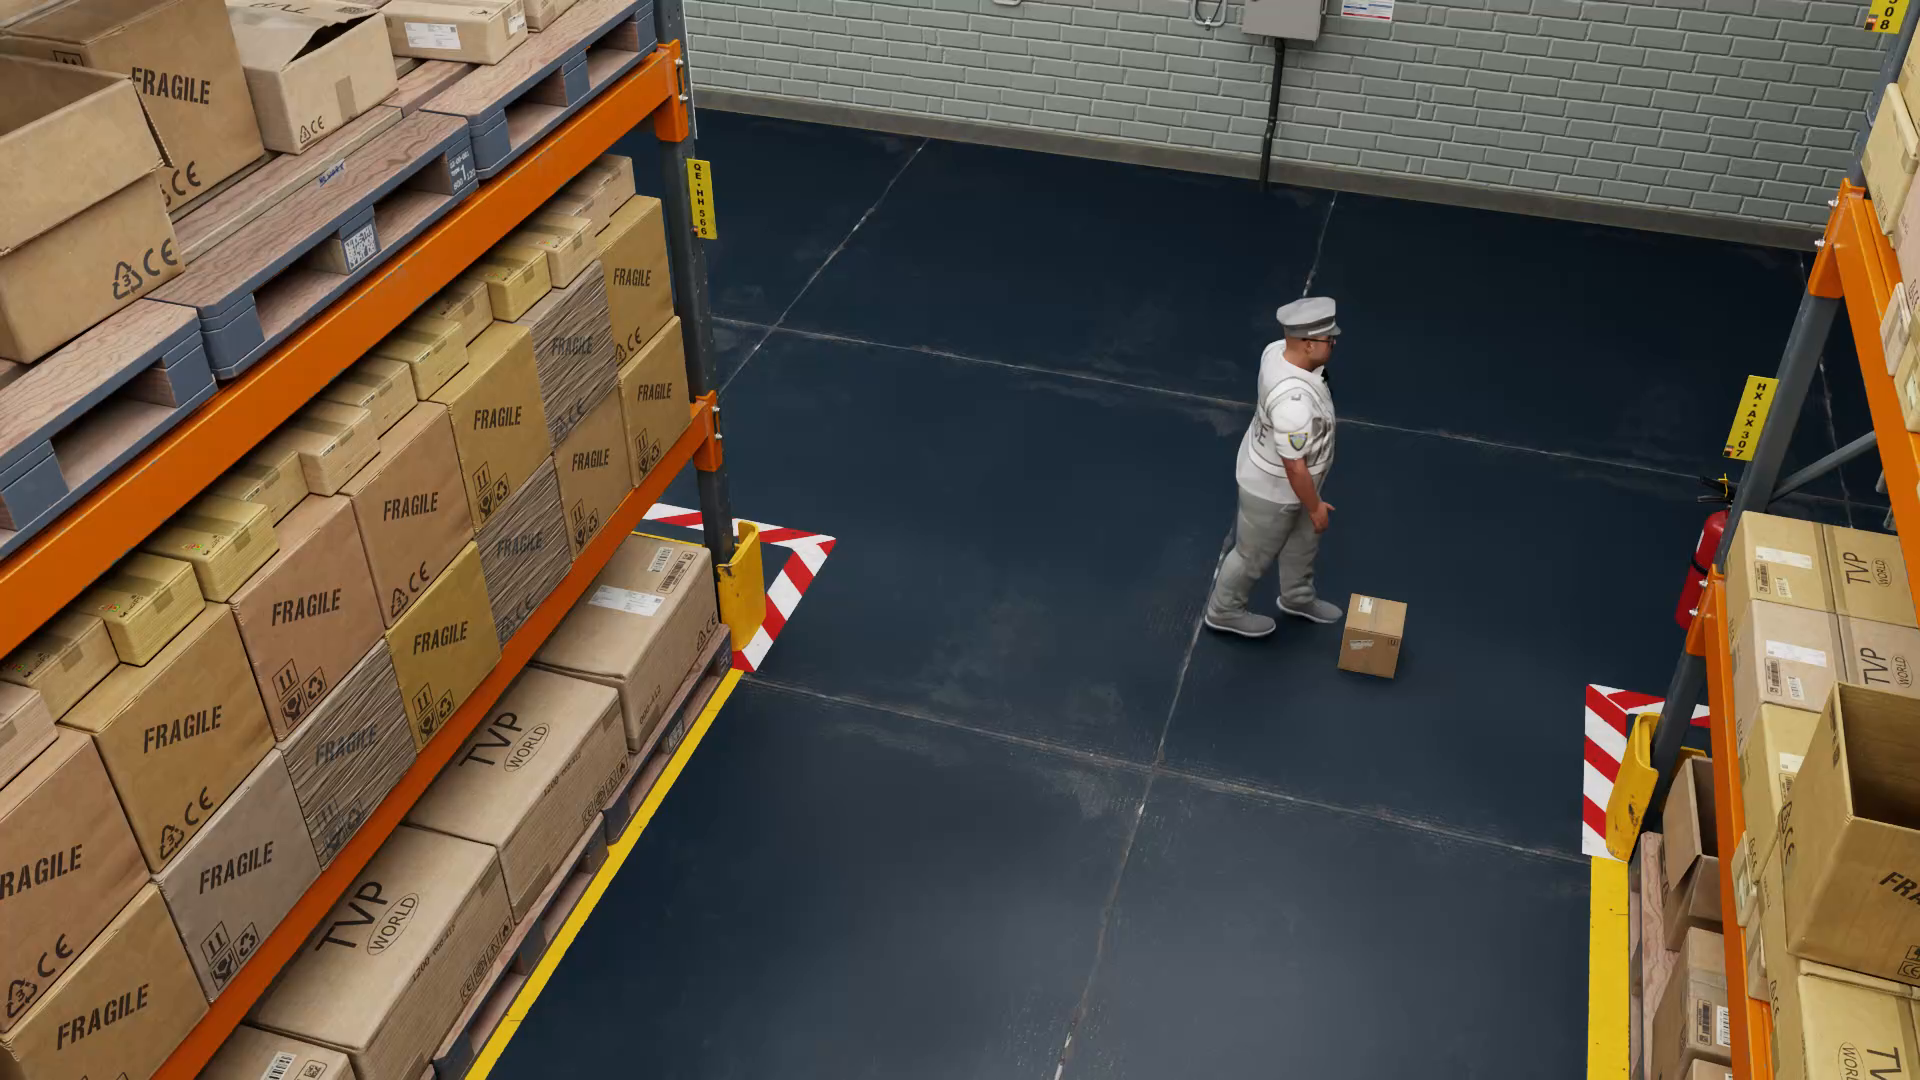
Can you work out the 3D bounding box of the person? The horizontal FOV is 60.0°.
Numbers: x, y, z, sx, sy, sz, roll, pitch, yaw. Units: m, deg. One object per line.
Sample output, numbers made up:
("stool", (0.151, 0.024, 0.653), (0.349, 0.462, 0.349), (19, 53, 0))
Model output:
("person", (1.455, -0.250, 7.214), (0.639, 1.782, 0.591), (6, 37, 9))
